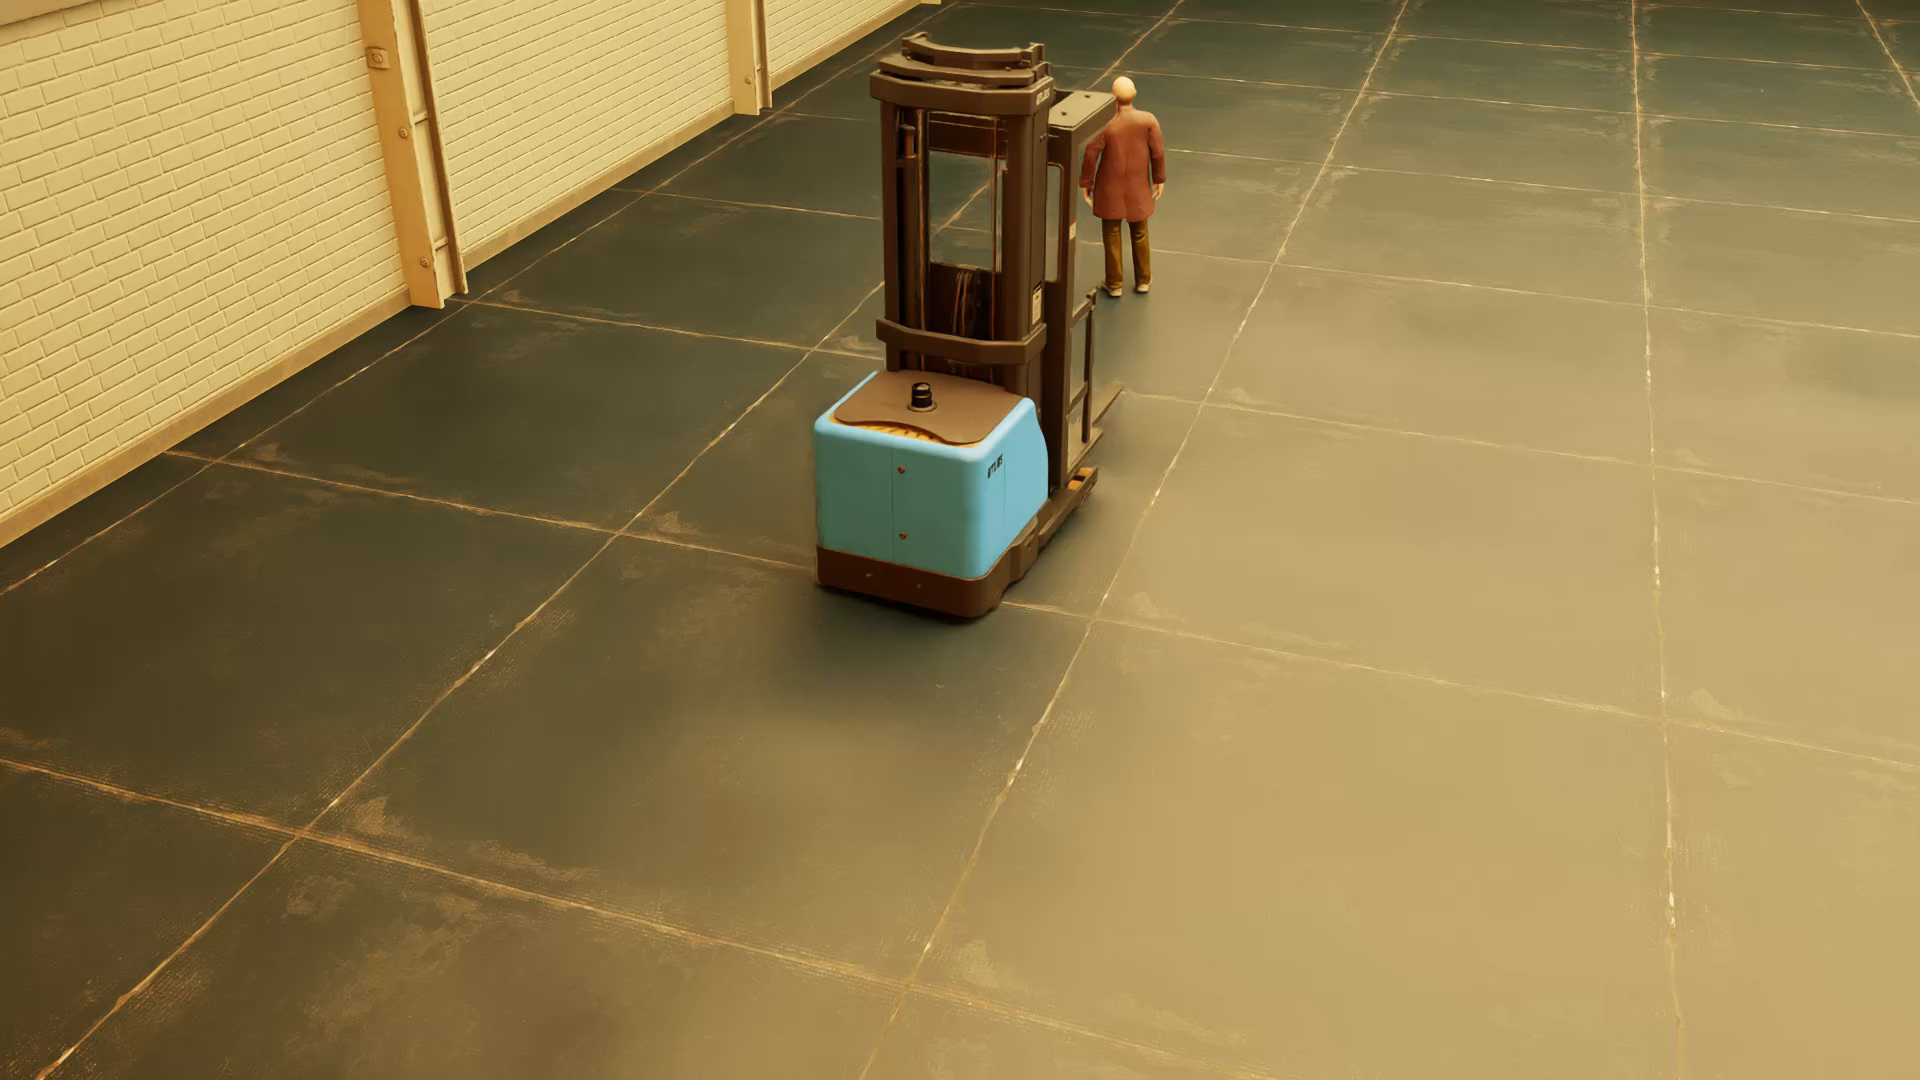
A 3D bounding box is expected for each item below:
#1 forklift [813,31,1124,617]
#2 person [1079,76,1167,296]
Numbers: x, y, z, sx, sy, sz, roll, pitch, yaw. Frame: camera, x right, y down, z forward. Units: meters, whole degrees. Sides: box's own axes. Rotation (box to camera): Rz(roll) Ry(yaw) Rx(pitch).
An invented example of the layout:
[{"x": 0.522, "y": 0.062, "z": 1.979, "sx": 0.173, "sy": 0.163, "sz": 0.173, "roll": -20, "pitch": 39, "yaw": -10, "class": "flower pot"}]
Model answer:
[{"x": 0.231, "y": -1.558, "z": 9.870, "sx": 1.130, "sy": 2.935, "sz": 3.031, "roll": 12, "pitch": 32, "yaw": 20, "class": "forklift"}, {"x": 1.291, "y": -2.836, "z": 13.266, "sx": 0.693, "sy": 1.780, "sz": 0.572, "roll": 0, "pitch": 30, "yaw": 1, "class": "person"}]
